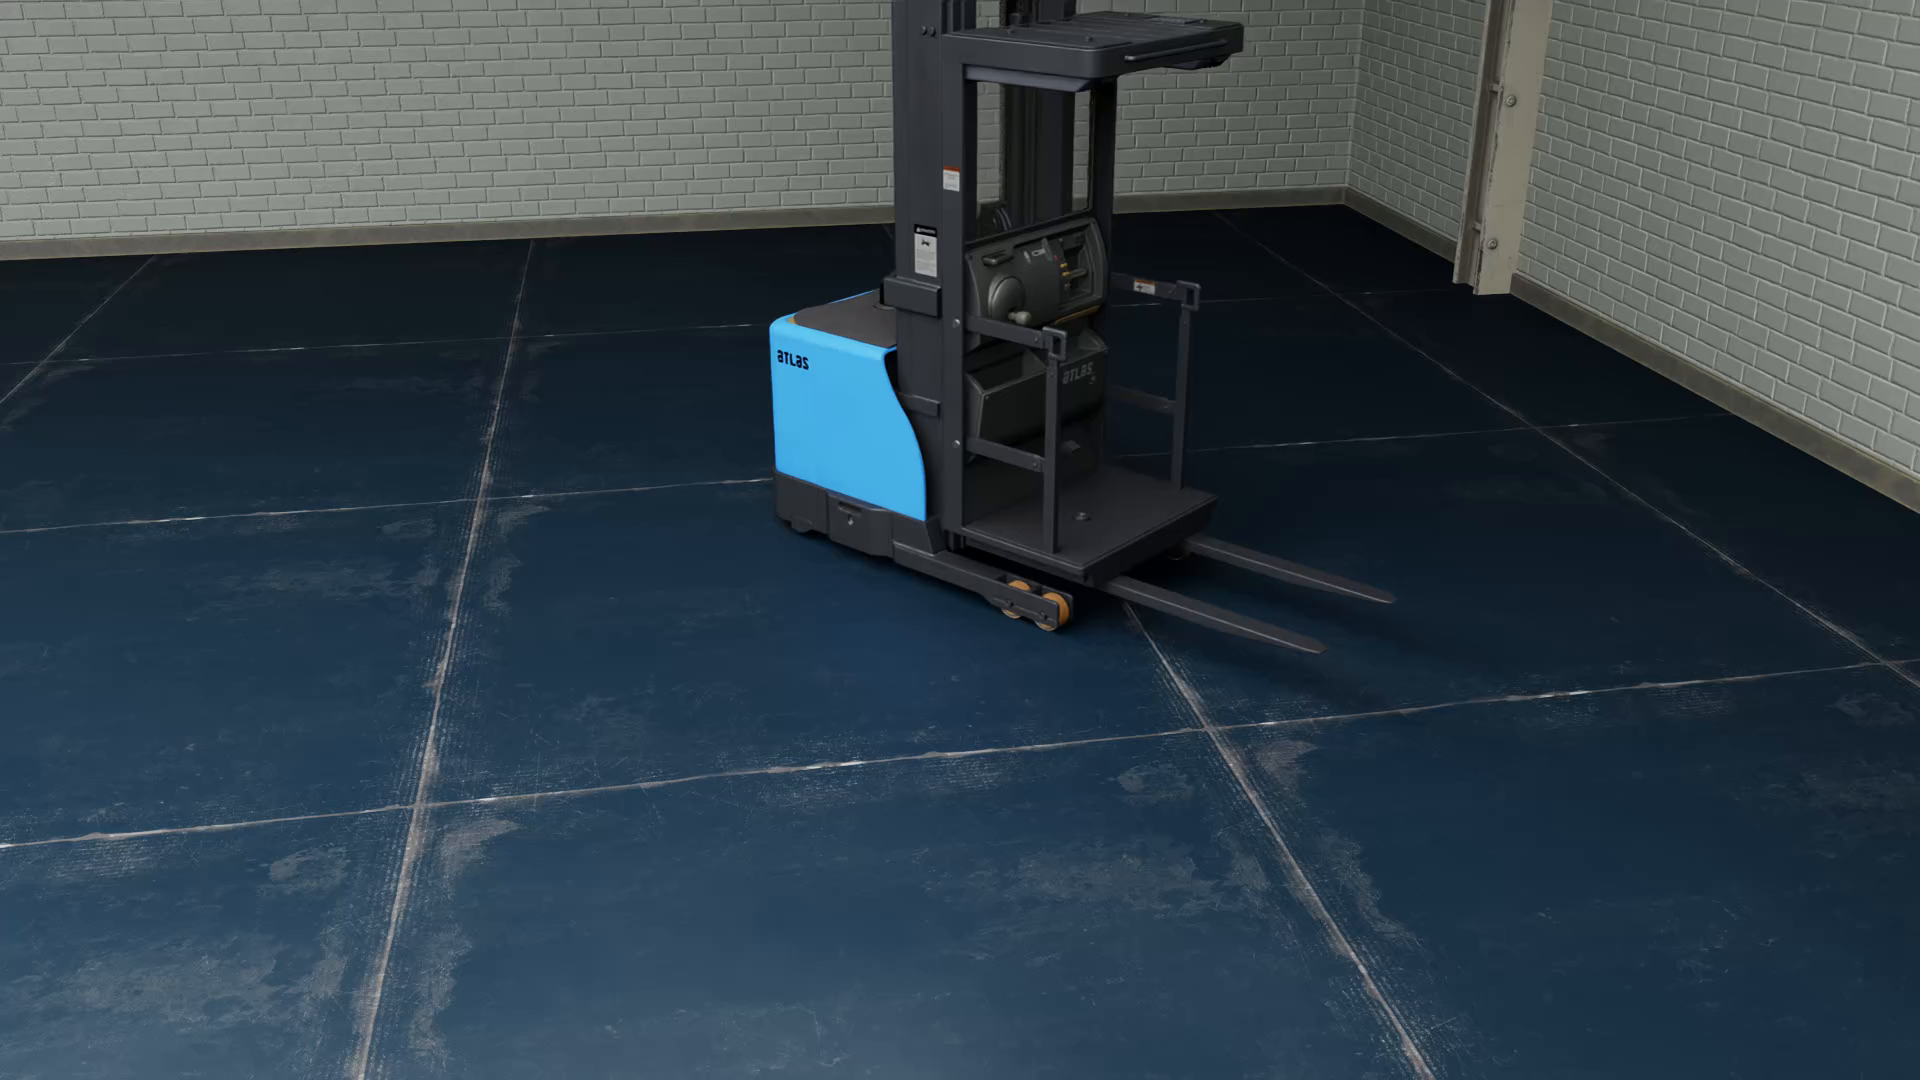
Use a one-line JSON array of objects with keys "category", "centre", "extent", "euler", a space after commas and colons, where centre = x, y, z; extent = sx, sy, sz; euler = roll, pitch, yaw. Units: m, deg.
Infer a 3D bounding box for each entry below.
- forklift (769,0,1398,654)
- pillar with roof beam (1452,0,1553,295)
[{"category": "forklift", "centre": [0.512, -1.181, 7.291], "extent": [3.031, 2.935, 1.130], "euler": [19, 30, 37]}, {"category": "pillar with roof beam", "centre": [-0.253, -5.730, 10.127], "extent": [9.100, 9.000, 0.400], "euler": [-4, 24, -10]}]
